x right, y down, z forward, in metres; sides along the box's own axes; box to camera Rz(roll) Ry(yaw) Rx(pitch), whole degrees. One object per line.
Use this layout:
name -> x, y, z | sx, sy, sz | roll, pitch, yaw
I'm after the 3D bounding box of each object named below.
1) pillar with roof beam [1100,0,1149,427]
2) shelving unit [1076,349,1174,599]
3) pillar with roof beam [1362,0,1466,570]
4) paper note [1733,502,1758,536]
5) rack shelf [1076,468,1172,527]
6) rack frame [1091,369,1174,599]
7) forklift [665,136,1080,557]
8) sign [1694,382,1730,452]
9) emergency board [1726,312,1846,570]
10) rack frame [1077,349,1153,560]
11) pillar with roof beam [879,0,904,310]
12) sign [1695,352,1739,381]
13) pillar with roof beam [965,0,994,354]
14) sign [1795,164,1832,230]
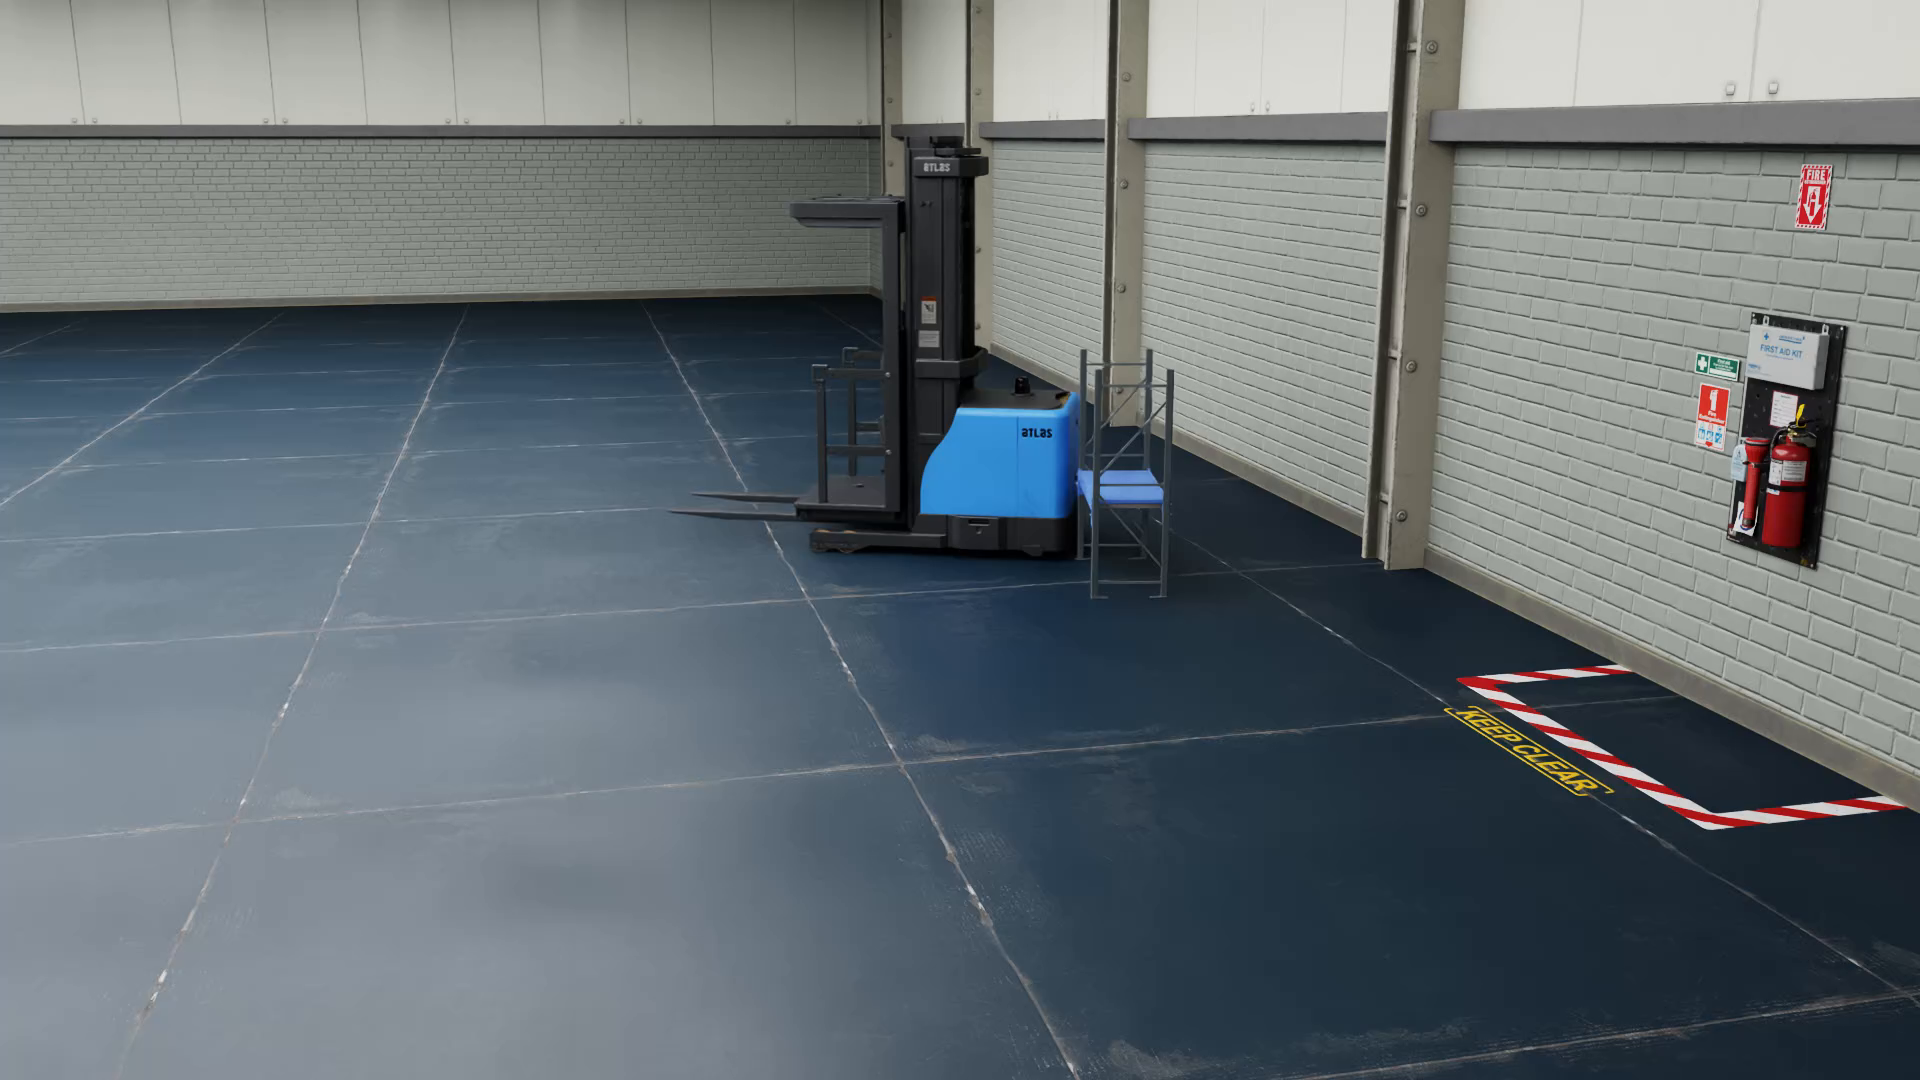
pillar with roof beam -> -2.516, -5.361, 15.410 | 9.100, 9.000, 0.400 | -3, 14, -13
shelving unit -> 1.095, -0.471, 11.195 | 0.538, 1.500, 1.048 | 0, 14, -1
pillar with roof beam -> -1.106, -3.977, 9.744 | 9.100, 9.000, 0.400 | -3, 14, -13
paper note -> 3.970, -0.107, 8.403 | 0.016, 0.148, 0.142 | -3, 14, -13
rack shelf -> 1.095, -0.296, 11.238 | 0.538, 0.185, 1.000 | 0, 14, -1
rack frame -> 1.105, -0.350, 10.701 | 0.500, 1.500, 0.032 | 0, 14, -1
forklift -> -0.650, -1.447, 12.175 | 3.031, 2.935, 1.130 | 2, 14, 9
sign -> 3.914, -0.641, 8.657 | 0.001, 0.329, 0.234 | -3, 14, -13
emergency board -> 3.944, -0.491, 8.115 | 0.194, 1.169, 0.643 | -3, 14, -13
rack frame -> 1.085, -0.592, 11.689 | 0.500, 1.500, 0.032 | 0, 14, -1
pillar with roof beam -> -5.334, -8.129, 26.741 | 9.100, 9.000, 0.400 | -3, 14, -13
sign -> 3.907, -0.897, 8.587 | 0.001, 0.109, 0.331 | -3, 14, -13
pillar with roof beam -> -3.925, -6.745, 21.075 | 9.100, 9.000, 0.400 | -3, 14, -13
sign -> 4.039, -1.624, 7.870 | 0.001, 0.298, 0.199 | -3, 14, -13
